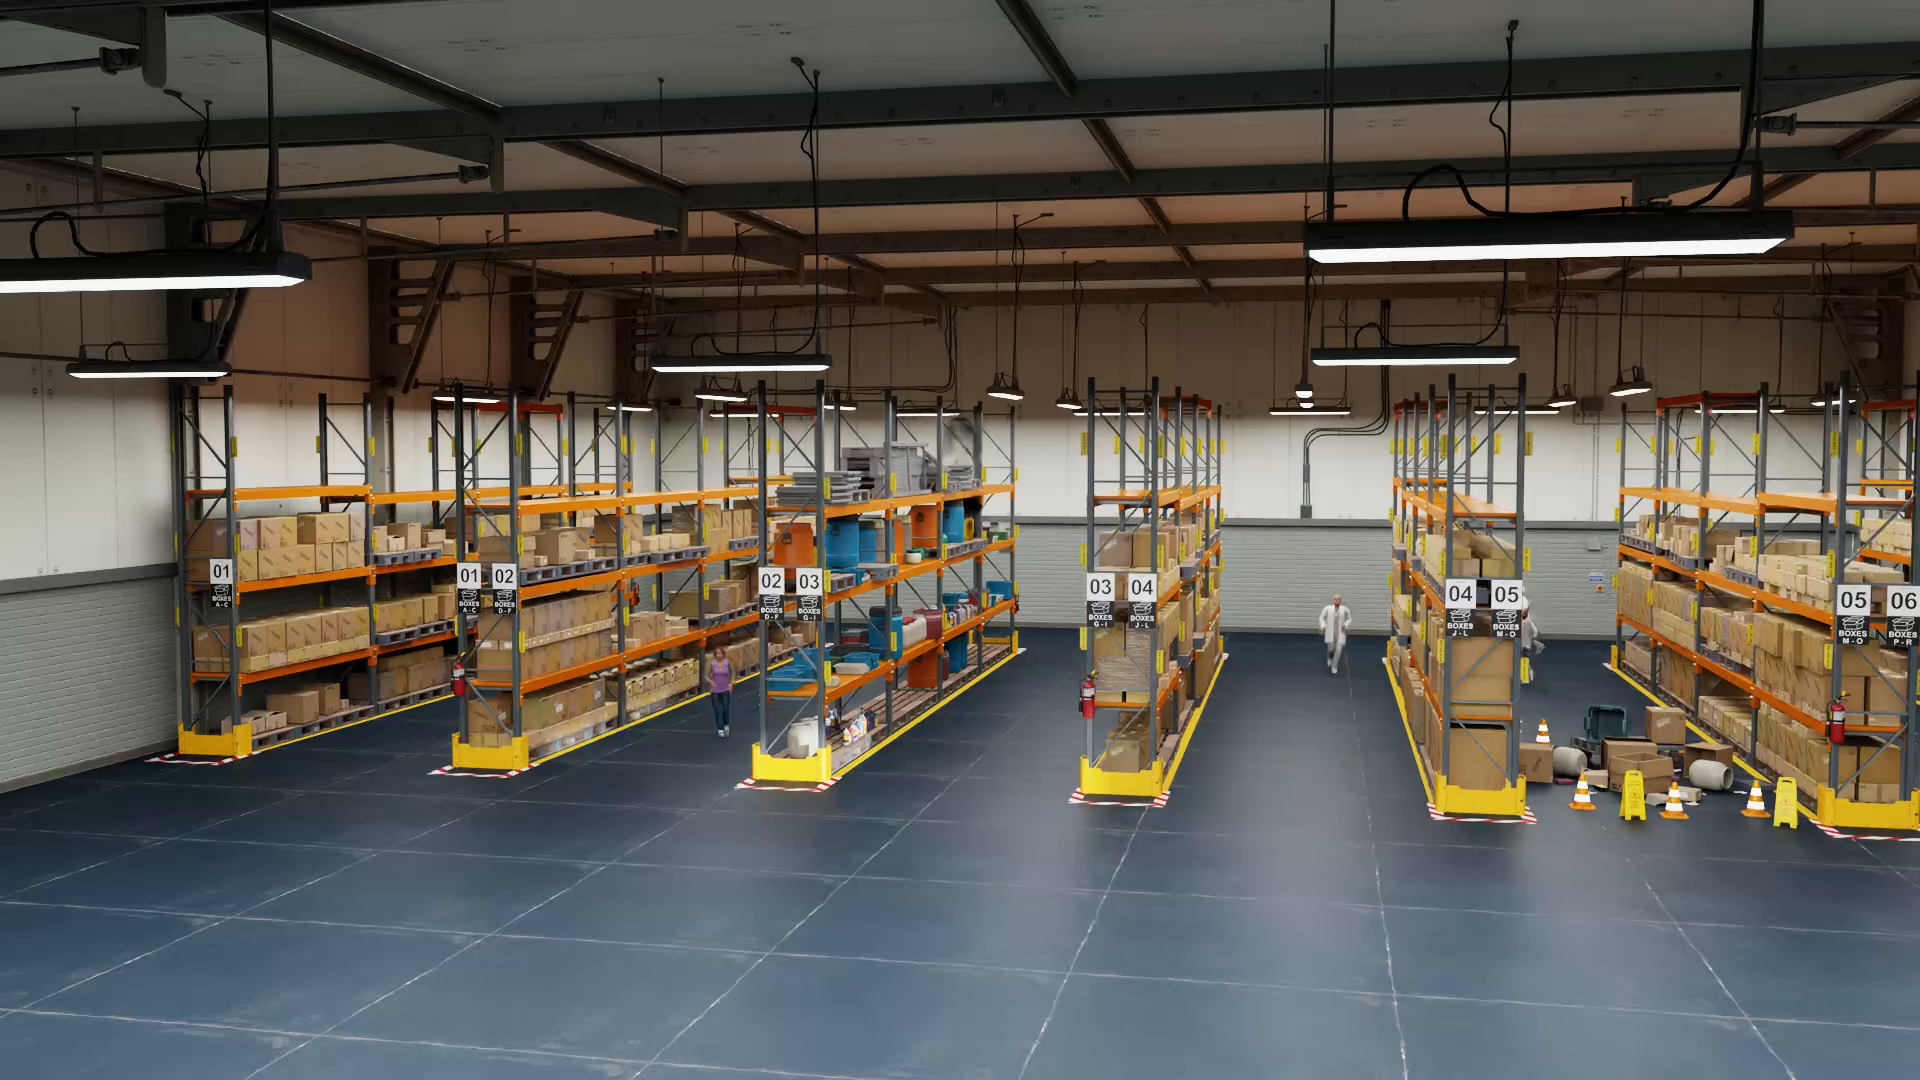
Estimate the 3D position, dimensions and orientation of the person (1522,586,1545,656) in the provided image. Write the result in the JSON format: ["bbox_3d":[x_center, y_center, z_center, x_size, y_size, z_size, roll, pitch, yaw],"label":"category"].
[{"bbox_3d":[13.251,1.949,39.098,0.860,1.752,0.668,1,3,9],"label":"person"}]

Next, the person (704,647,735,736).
[{"bbox_3d":[-4.128,2.611,28.585,0.533,1.561,0.576,0,3,-7],"label":"person"}]

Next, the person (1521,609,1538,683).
[{"bbox_3d":[11.941,2.245,35.306,0.521,1.567,0.540,0,3,-1],"label":"person"}]

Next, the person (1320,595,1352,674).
[{"bbox_3d":[8.346,2.088,36.921,0.710,1.726,0.646,1,3,11],"label":"person"}]
